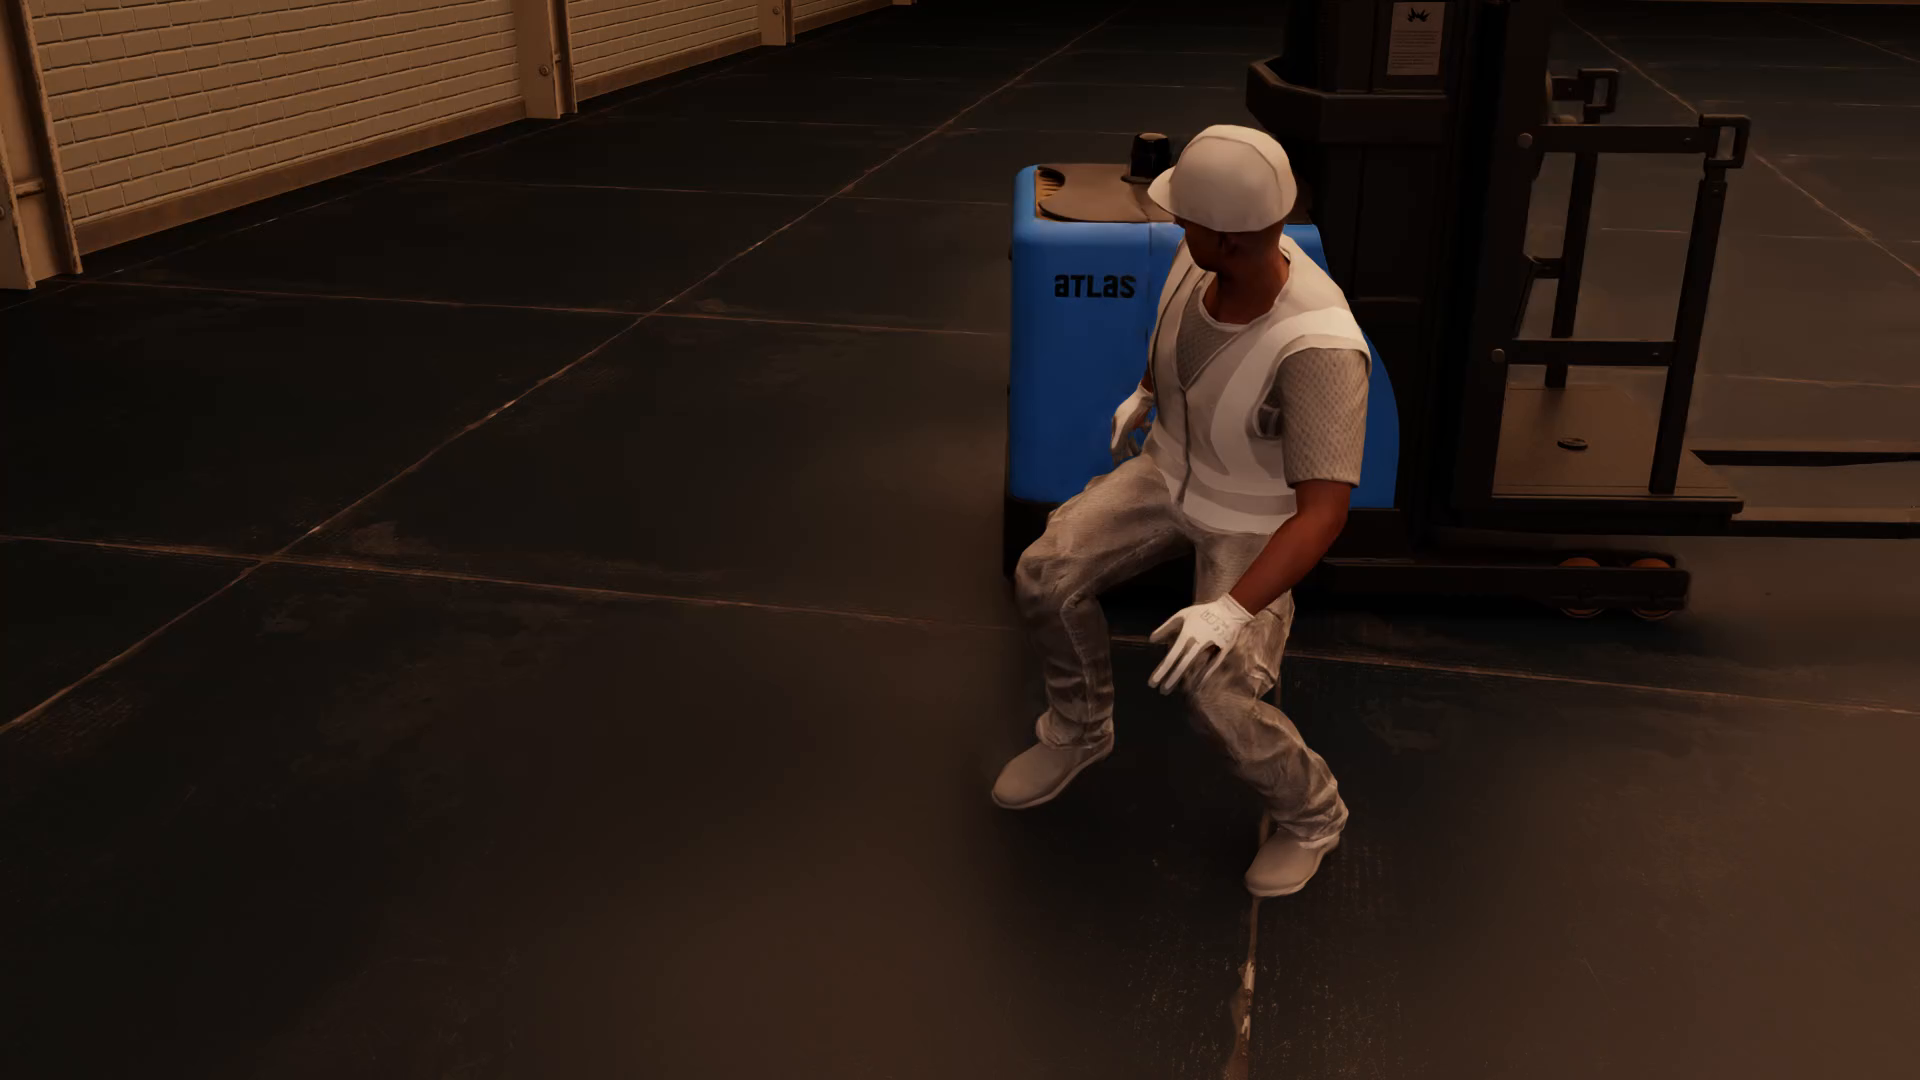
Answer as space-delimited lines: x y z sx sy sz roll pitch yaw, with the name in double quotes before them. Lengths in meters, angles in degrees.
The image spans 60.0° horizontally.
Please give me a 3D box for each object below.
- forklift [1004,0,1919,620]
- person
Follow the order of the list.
"forklift" 1.655 -1.342 4.558 3.031 2.935 1.130 1 22 2
"person" 0.436 -0.063 3.328 0.719 1.540 0.822 -18 29 -38
